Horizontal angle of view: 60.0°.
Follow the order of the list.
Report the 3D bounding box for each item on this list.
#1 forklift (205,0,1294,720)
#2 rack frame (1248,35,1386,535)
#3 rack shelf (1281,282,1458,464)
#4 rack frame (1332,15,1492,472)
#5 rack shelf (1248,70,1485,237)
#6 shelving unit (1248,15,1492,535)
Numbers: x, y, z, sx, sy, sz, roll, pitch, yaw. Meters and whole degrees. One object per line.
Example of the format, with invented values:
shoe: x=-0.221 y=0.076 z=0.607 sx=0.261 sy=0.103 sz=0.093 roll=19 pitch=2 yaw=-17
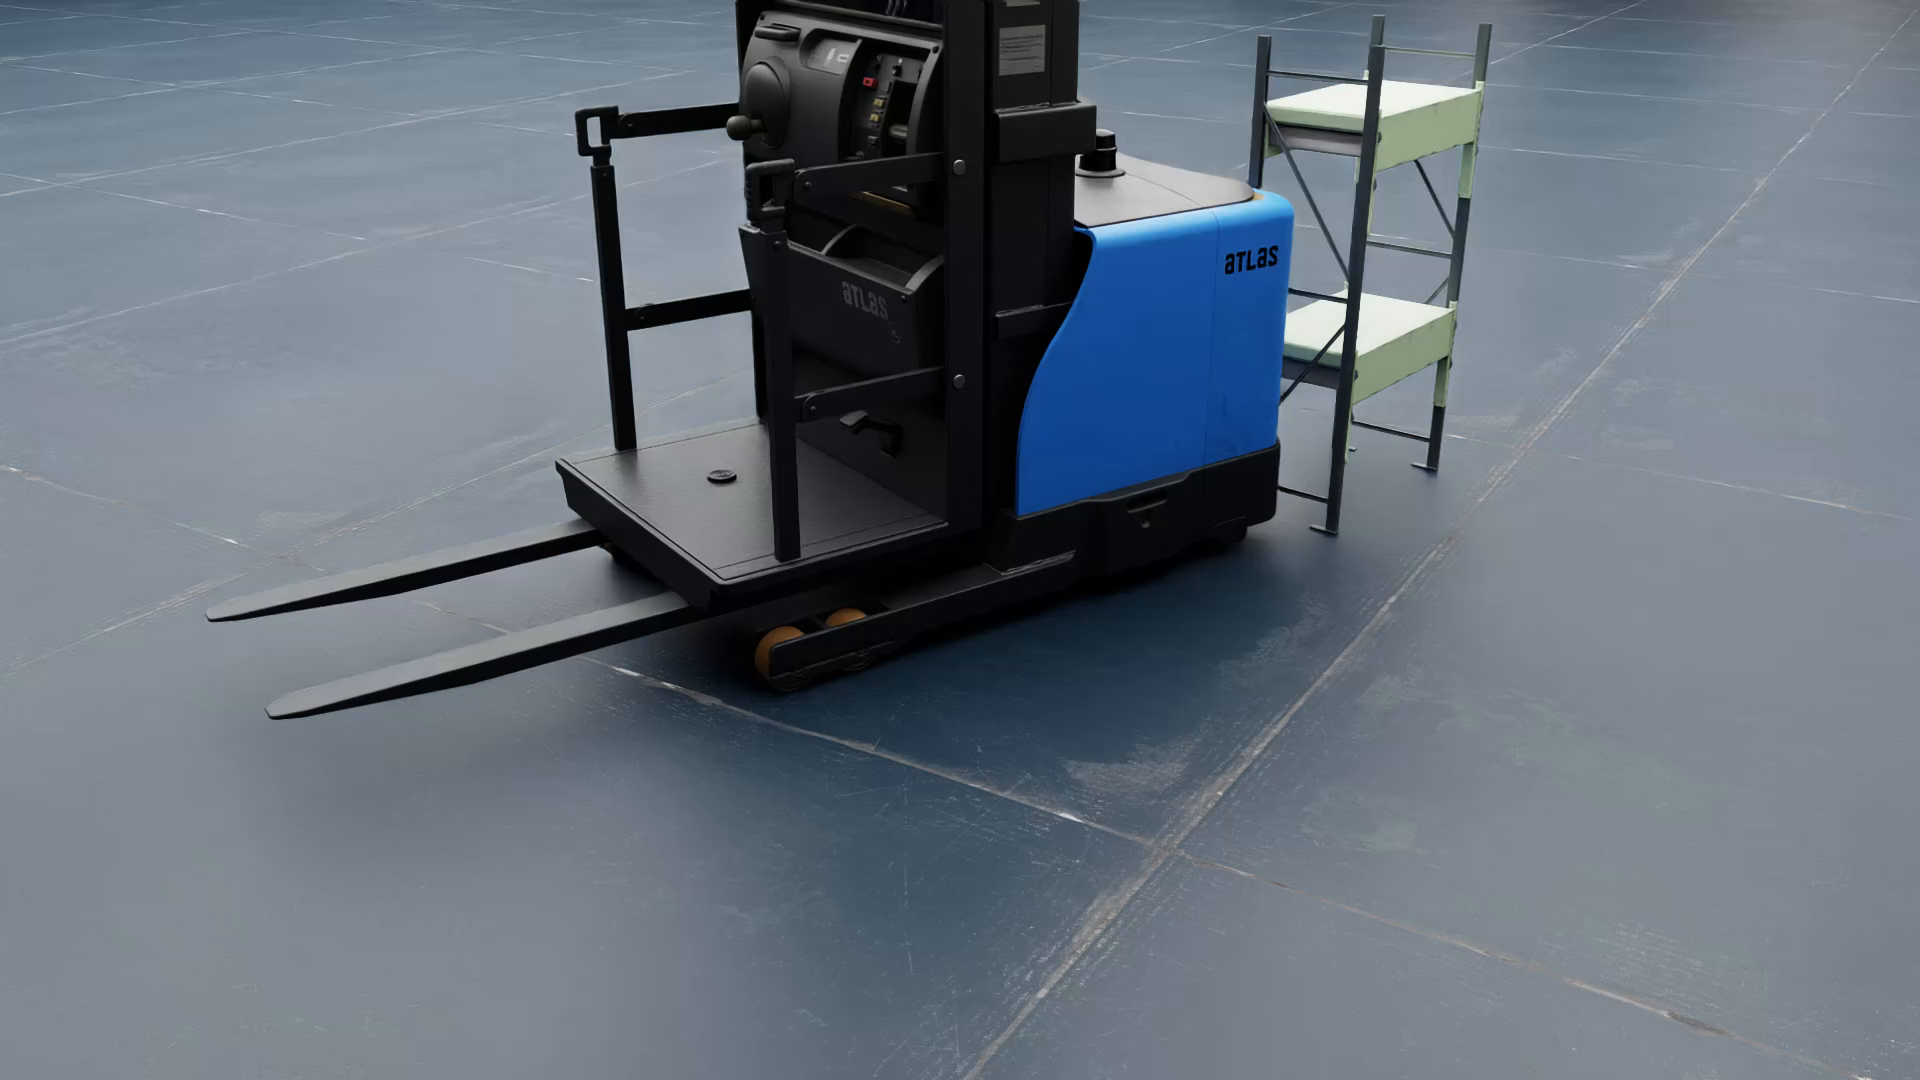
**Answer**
forklift: x=-0.503 y=-1.189 z=4.307 sx=3.031 sy=2.935 sz=1.130 roll=-15 pitch=28 yaw=-31
rack frame: x=1.043 y=-0.757 z=5.111 sx=0.400 sy=1.500 sz=0.023 roll=18 pitch=29 yaw=36
rack shelf: x=1.277 y=-0.570 z=5.499 sx=0.431 sy=0.370 sz=0.720 roll=18 pitch=29 yaw=36
rack frame: x=1.511 y=-0.981 z=5.628 sx=0.400 sy=1.500 sz=0.023 roll=18 pitch=29 yaw=36
rack shelf: x=1.277 y=-1.227 z=5.215 sx=0.431 sy=0.370 sz=0.720 roll=18 pitch=29 yaw=36
shelving unit: x=1.277 y=-0.869 z=5.370 sx=0.431 sy=1.500 sz=0.755 roll=18 pitch=29 yaw=36
